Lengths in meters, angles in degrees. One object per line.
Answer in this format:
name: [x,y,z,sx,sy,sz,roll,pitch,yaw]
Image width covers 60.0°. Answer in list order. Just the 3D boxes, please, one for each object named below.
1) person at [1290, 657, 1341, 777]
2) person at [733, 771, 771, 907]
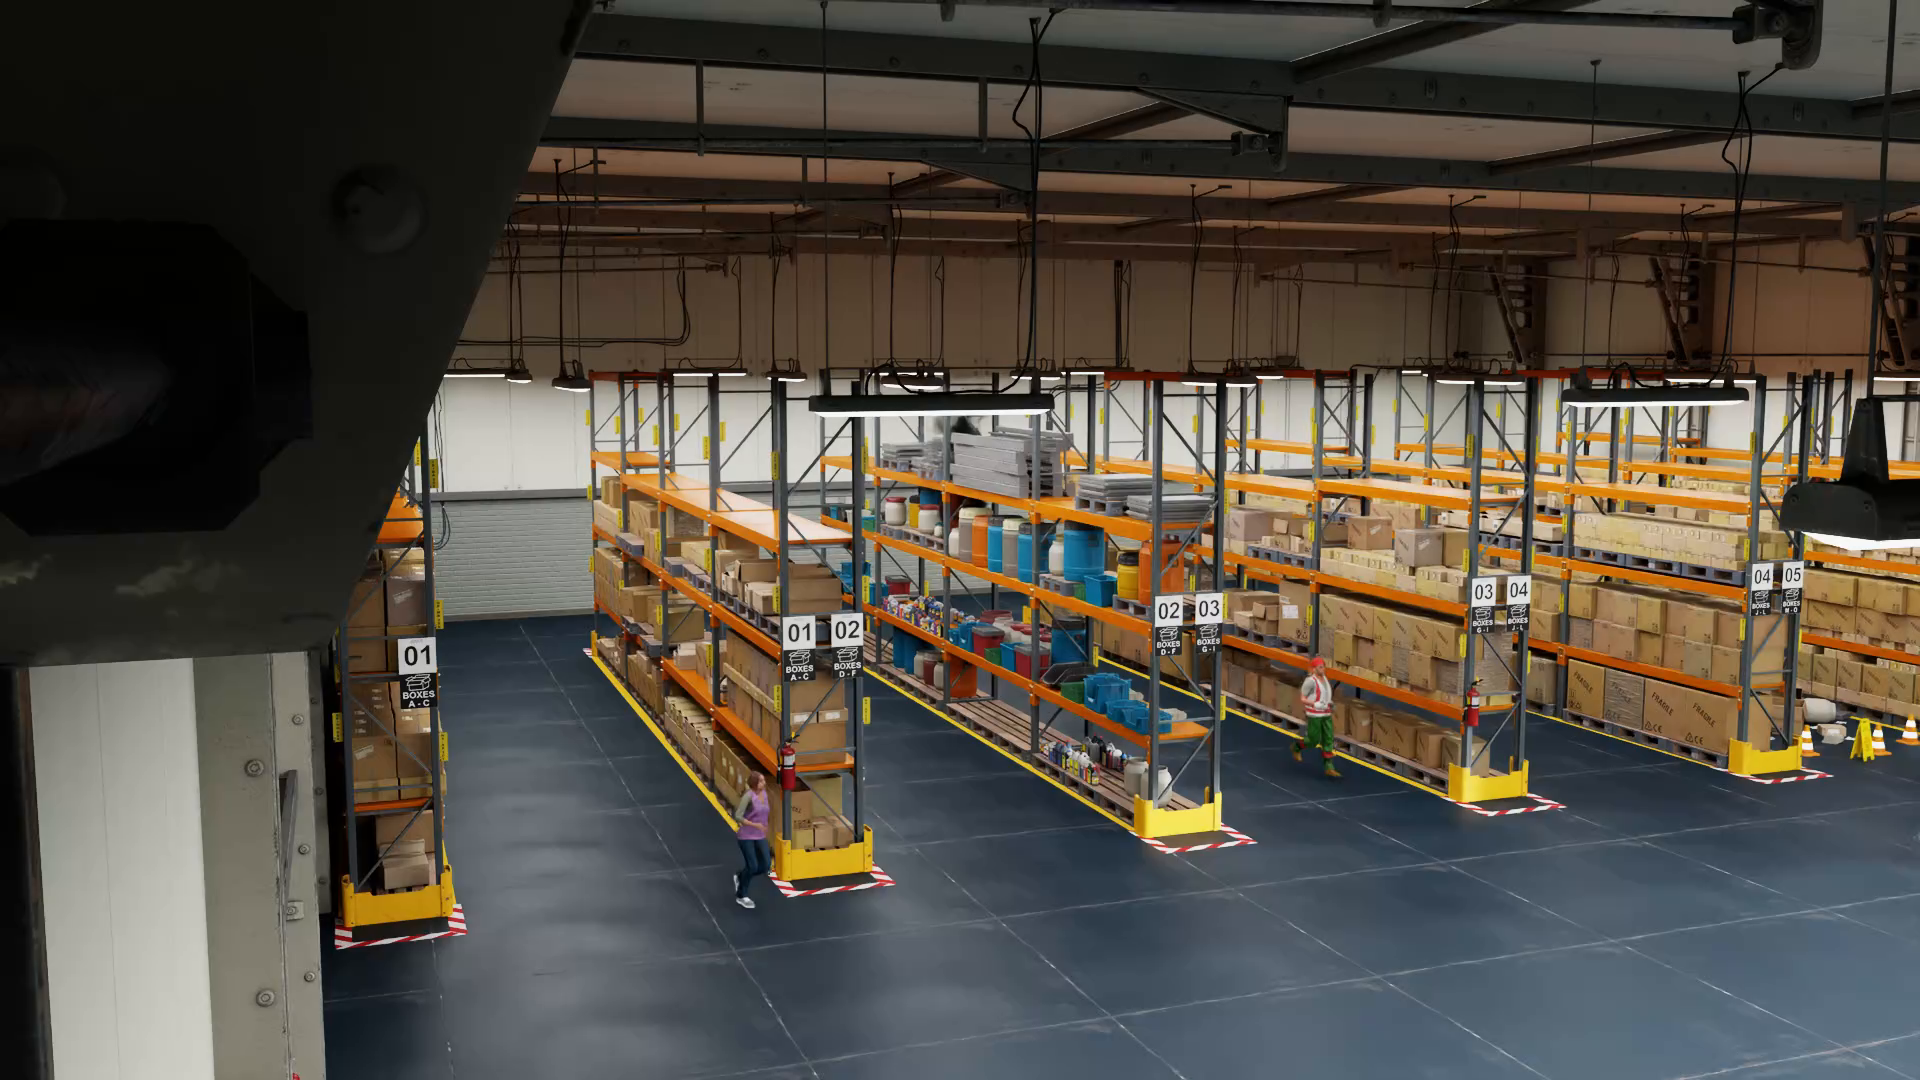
person: [5.392,2.644,25.046,0.639,1.768,0.971,-4,8,-34]
person: [-2.358,3.436,19.183,0.571,1.550,0.559,5,8,36]
